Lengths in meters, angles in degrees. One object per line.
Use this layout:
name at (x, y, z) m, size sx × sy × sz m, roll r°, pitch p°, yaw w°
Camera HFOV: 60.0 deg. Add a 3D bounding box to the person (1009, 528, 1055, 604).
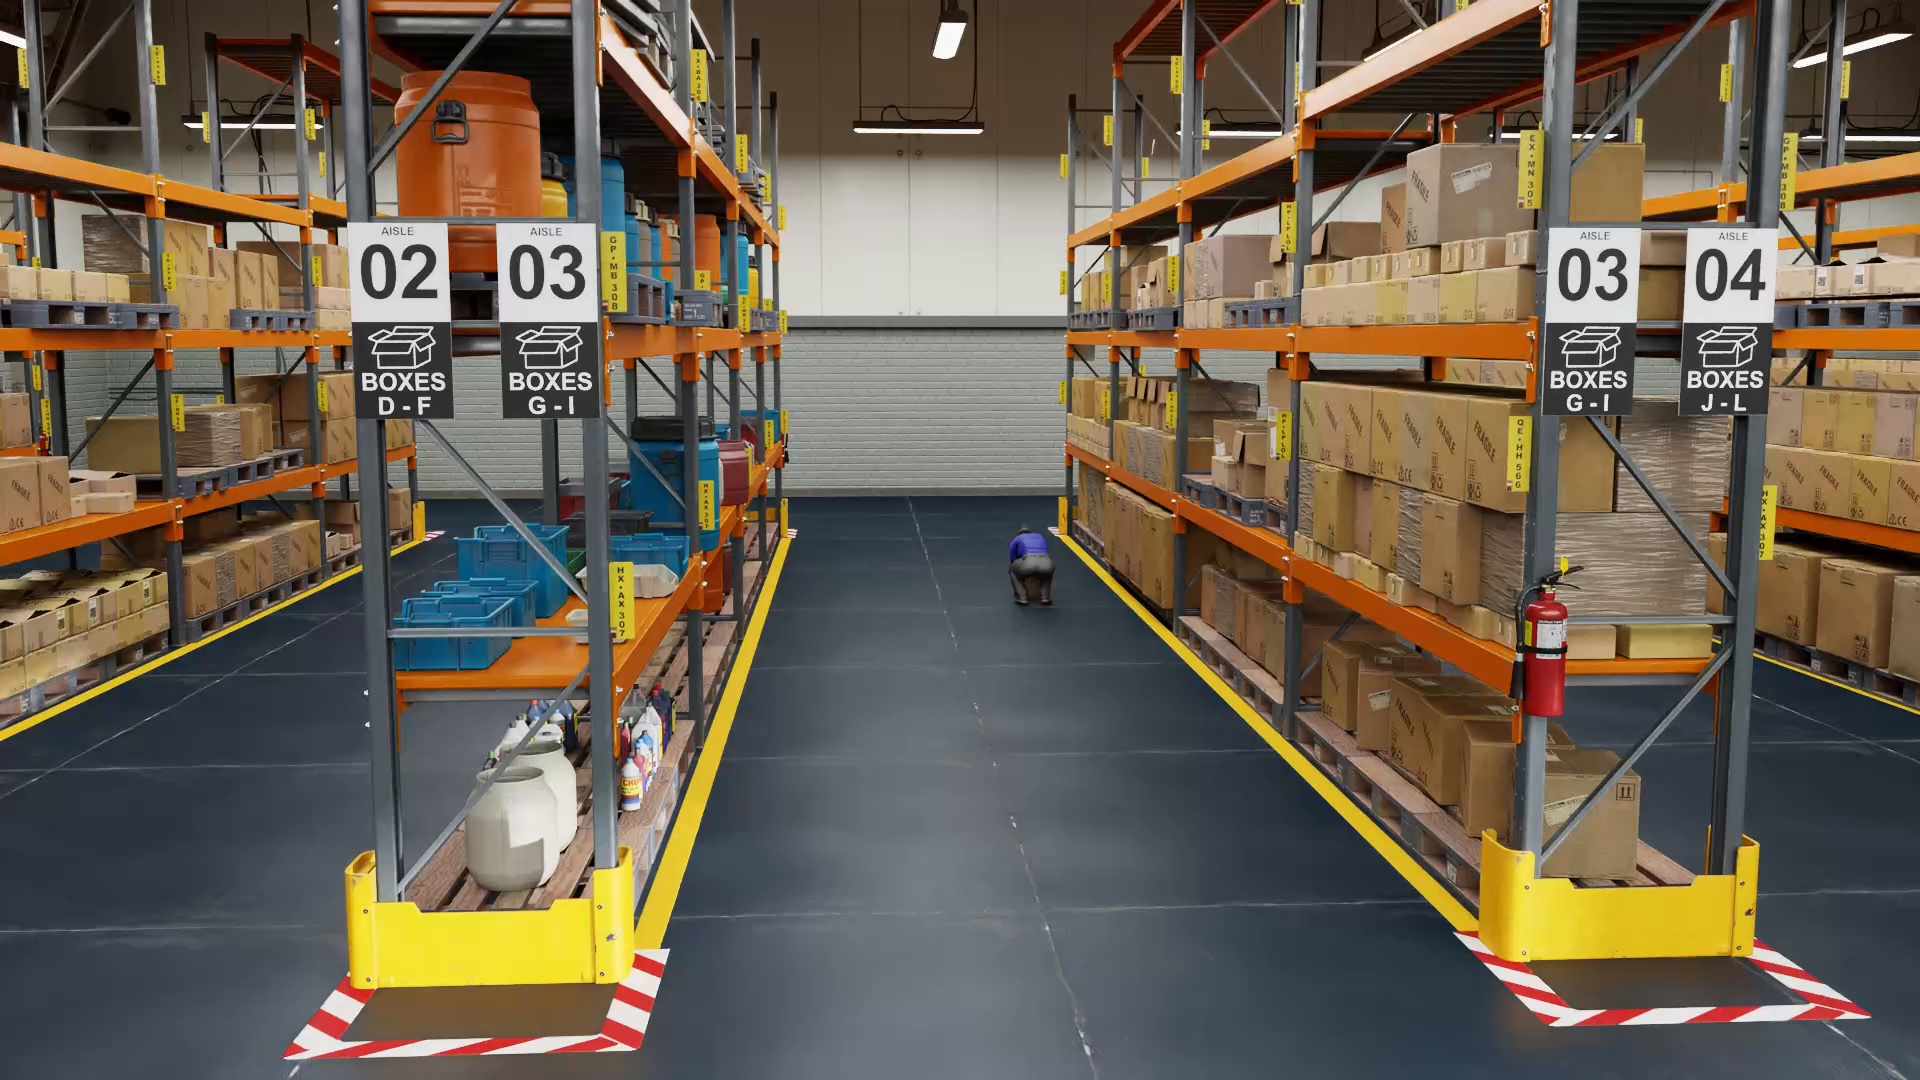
person at (0.746, 0.295, 17.361) m, size 0.460 × 0.790 × 0.838 m, roll -1°, pitch 7°, yaw -5°
